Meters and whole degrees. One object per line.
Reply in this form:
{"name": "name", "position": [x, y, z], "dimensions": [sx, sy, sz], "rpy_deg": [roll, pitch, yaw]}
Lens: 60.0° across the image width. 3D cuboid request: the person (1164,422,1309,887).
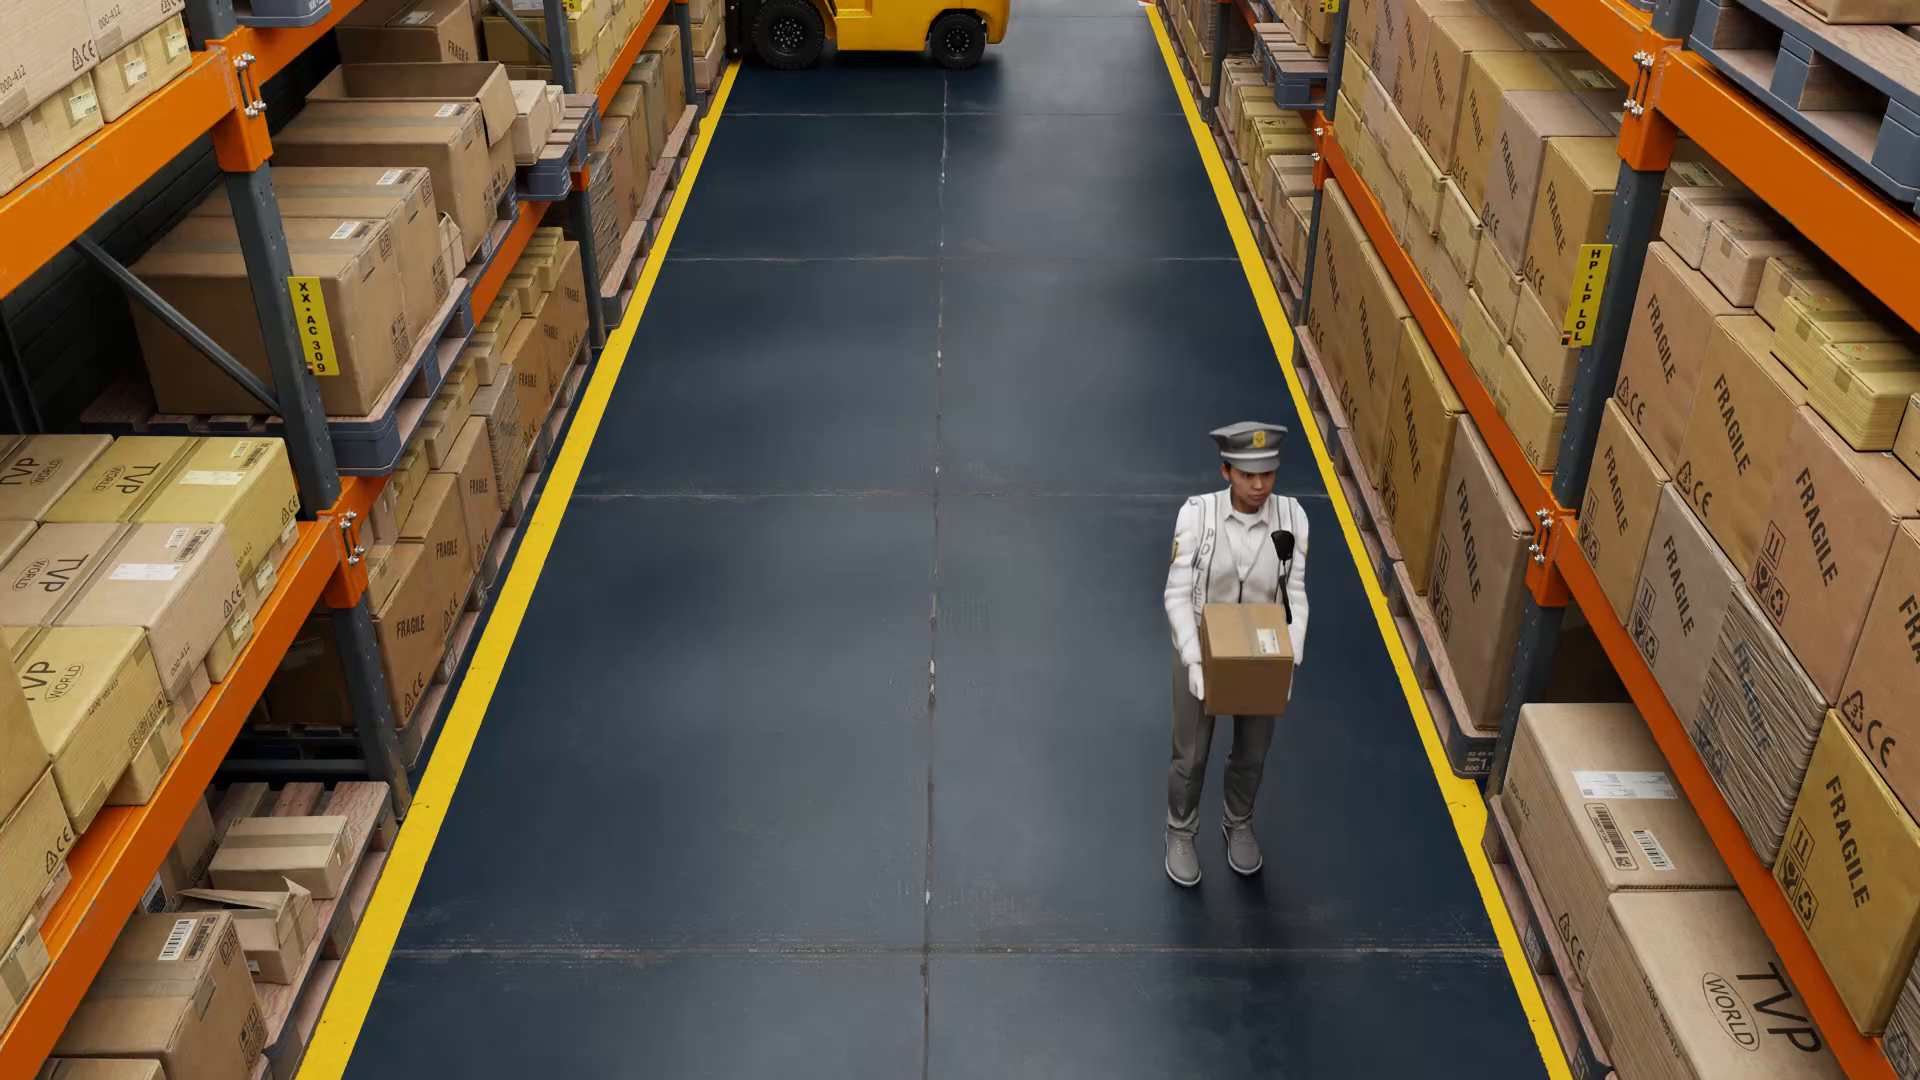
{"name": "person", "position": [0.887, 0.410, 5.451], "dimensions": [0.458, 1.686, 0.559], "rpy_deg": [0, 32, 0]}
